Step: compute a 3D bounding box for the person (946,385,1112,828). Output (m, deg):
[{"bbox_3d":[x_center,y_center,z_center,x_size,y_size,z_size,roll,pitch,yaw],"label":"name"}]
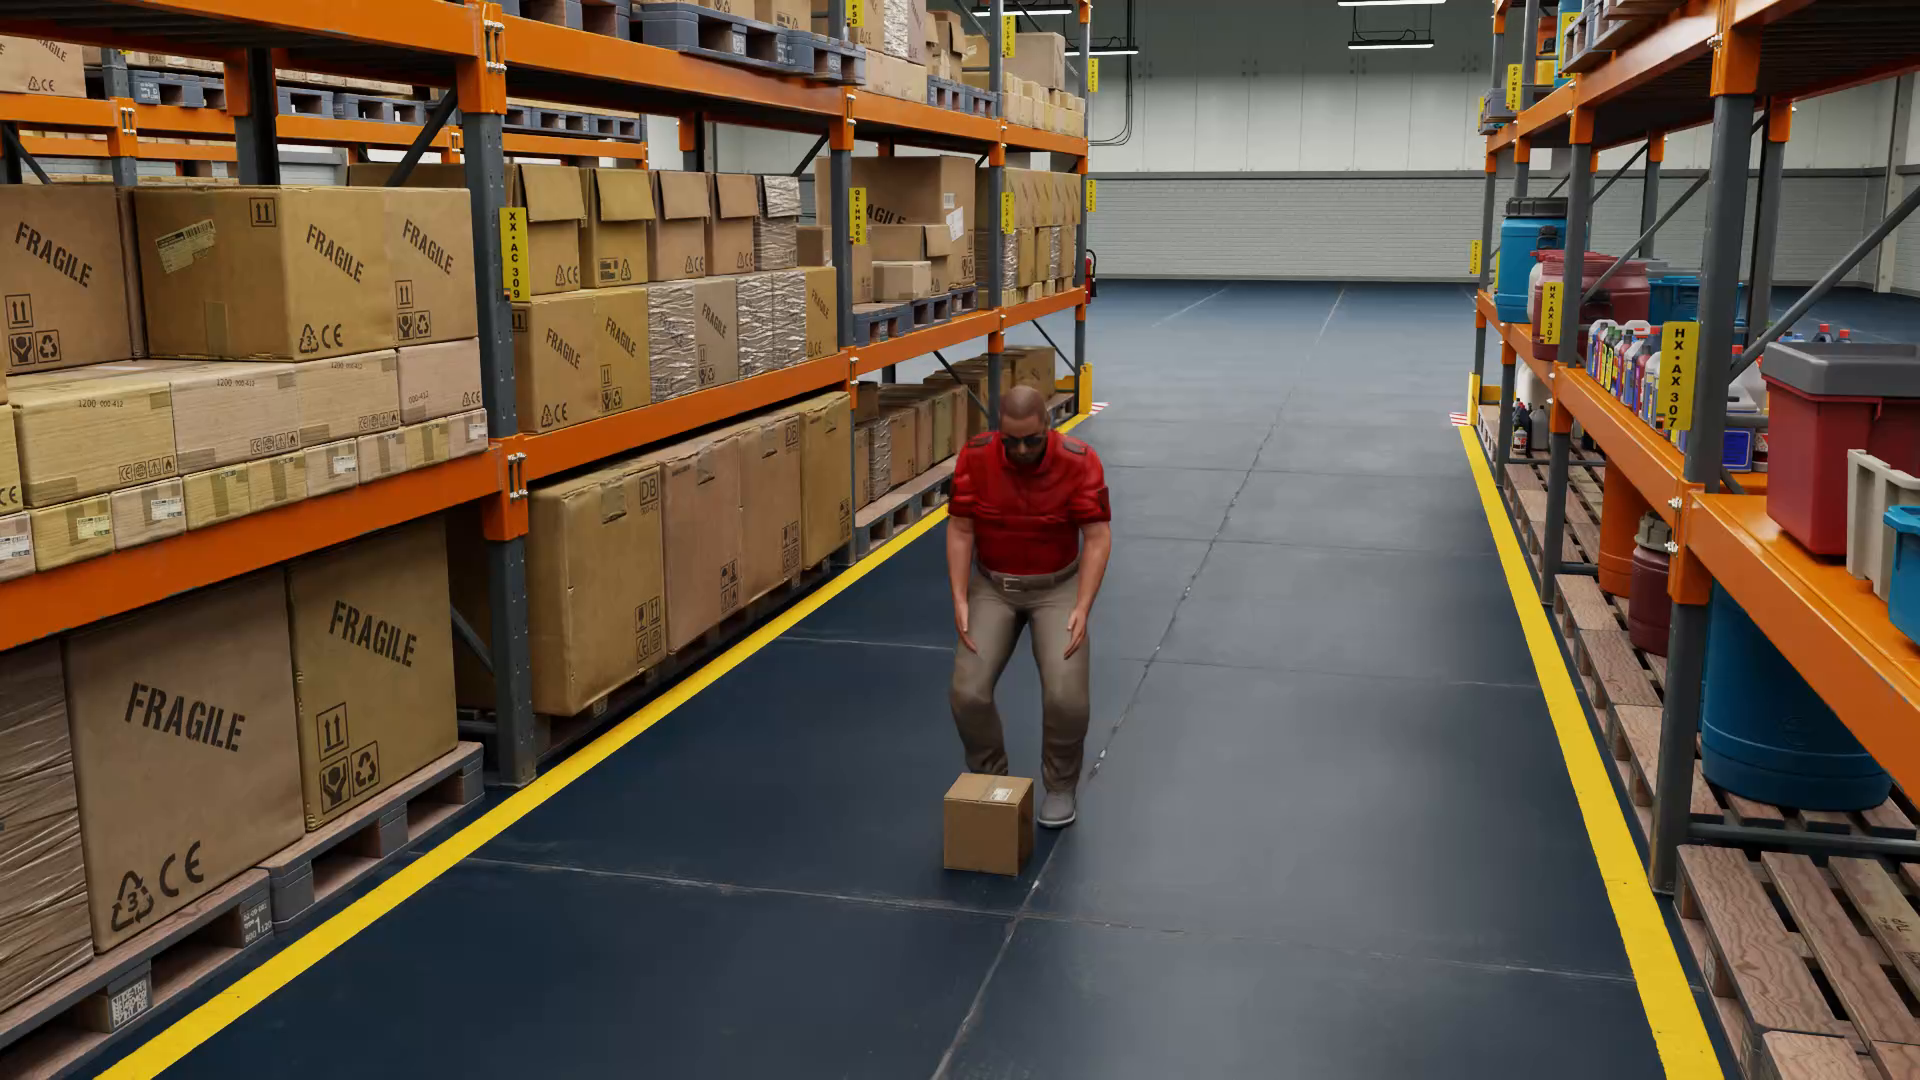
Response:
[{"bbox_3d":[0.248,0.220,5.838,0.581,1.566,0.574,3,12,14],"label":"person"}]
